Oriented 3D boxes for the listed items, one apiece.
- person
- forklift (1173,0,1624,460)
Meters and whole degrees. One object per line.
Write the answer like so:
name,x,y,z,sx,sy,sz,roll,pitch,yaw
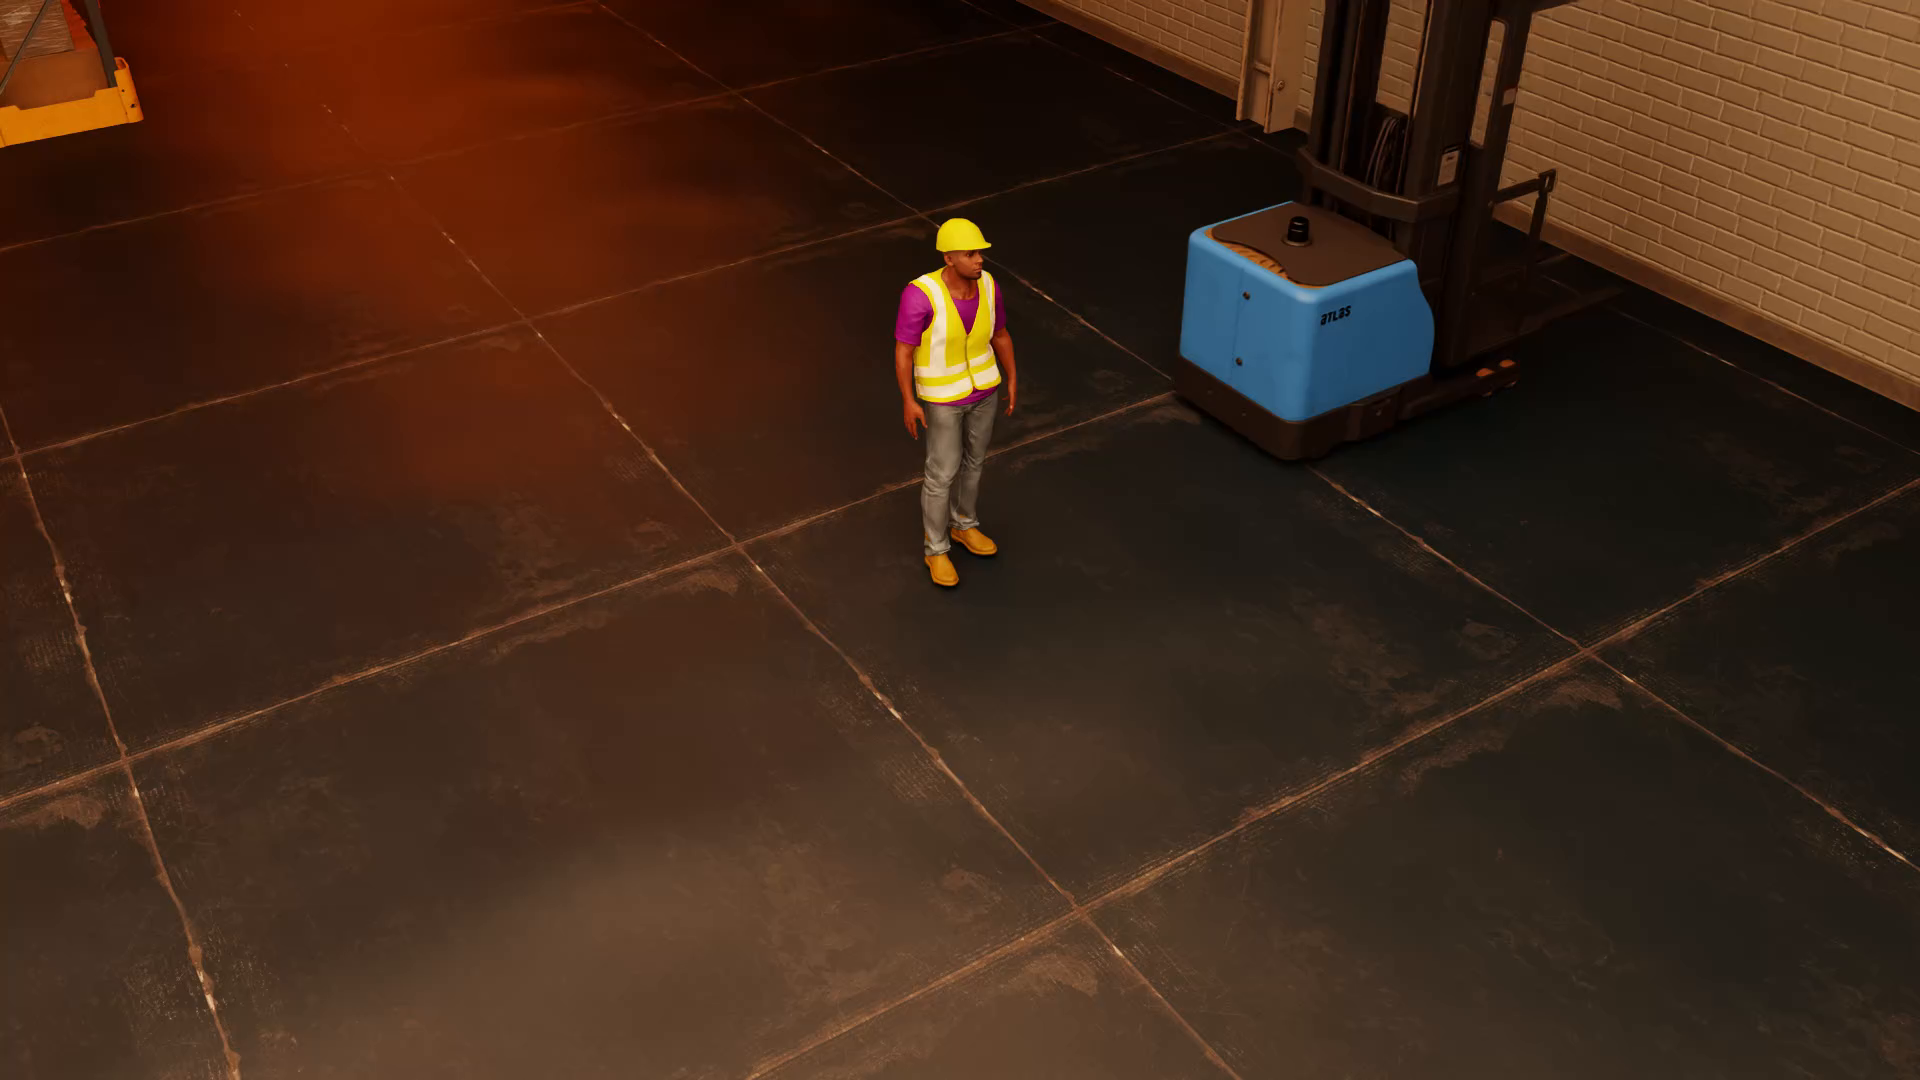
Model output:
person,-0.010,-0.755,8.172,0.666,1.706,0.420,-21,40,-27
forklift,2.778,-2.288,9.403,3.031,2.935,1.130,-21,40,-27
